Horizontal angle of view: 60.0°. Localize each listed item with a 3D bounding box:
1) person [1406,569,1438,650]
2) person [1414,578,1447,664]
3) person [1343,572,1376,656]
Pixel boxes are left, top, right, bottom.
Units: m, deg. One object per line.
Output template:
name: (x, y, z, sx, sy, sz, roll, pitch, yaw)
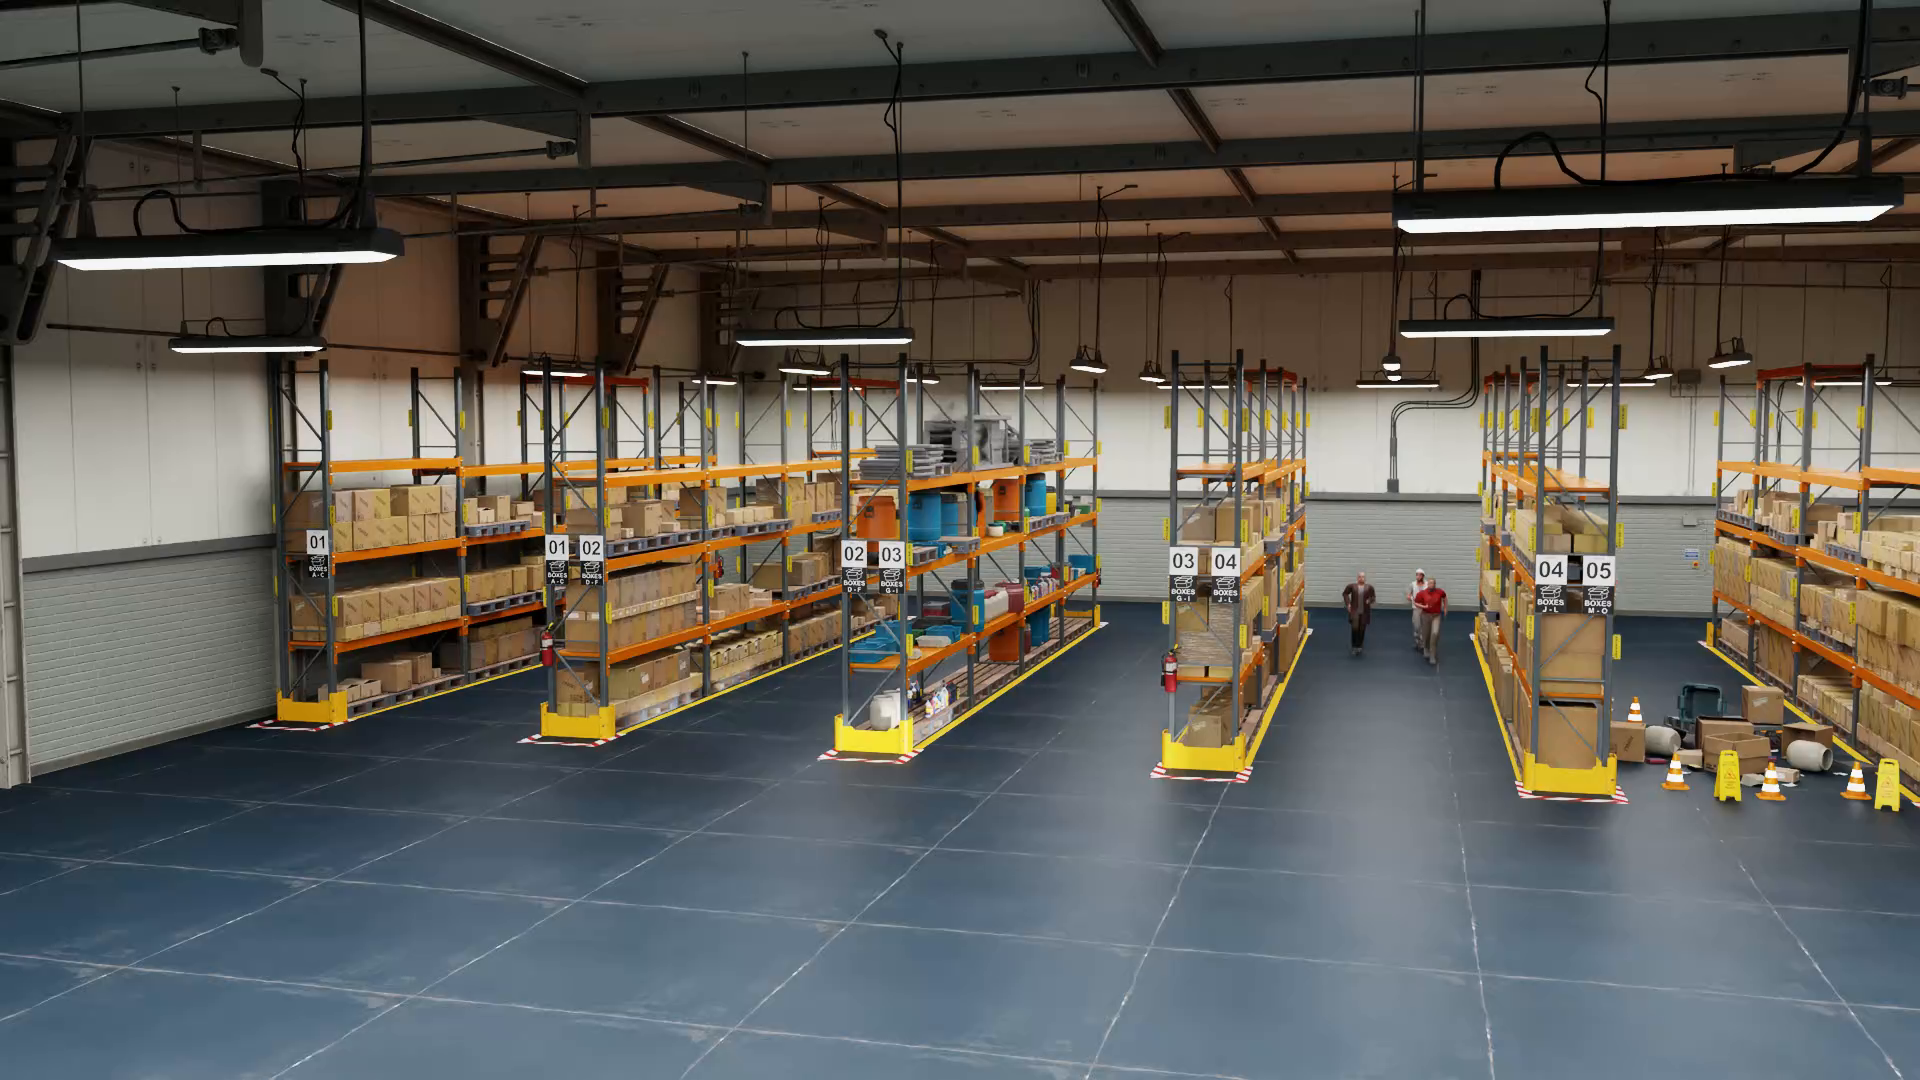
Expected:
person: (10.050, 1.503, 36.170, 0.681, 1.755, 0.856, 2, 4, 23)
person: (9.782, 1.668, 34.584, 0.688, 1.776, 0.966, 1, 4, 9)
person: (8.520, 1.581, 35.442, 0.679, 1.814, 0.797, 0, 4, 7)
